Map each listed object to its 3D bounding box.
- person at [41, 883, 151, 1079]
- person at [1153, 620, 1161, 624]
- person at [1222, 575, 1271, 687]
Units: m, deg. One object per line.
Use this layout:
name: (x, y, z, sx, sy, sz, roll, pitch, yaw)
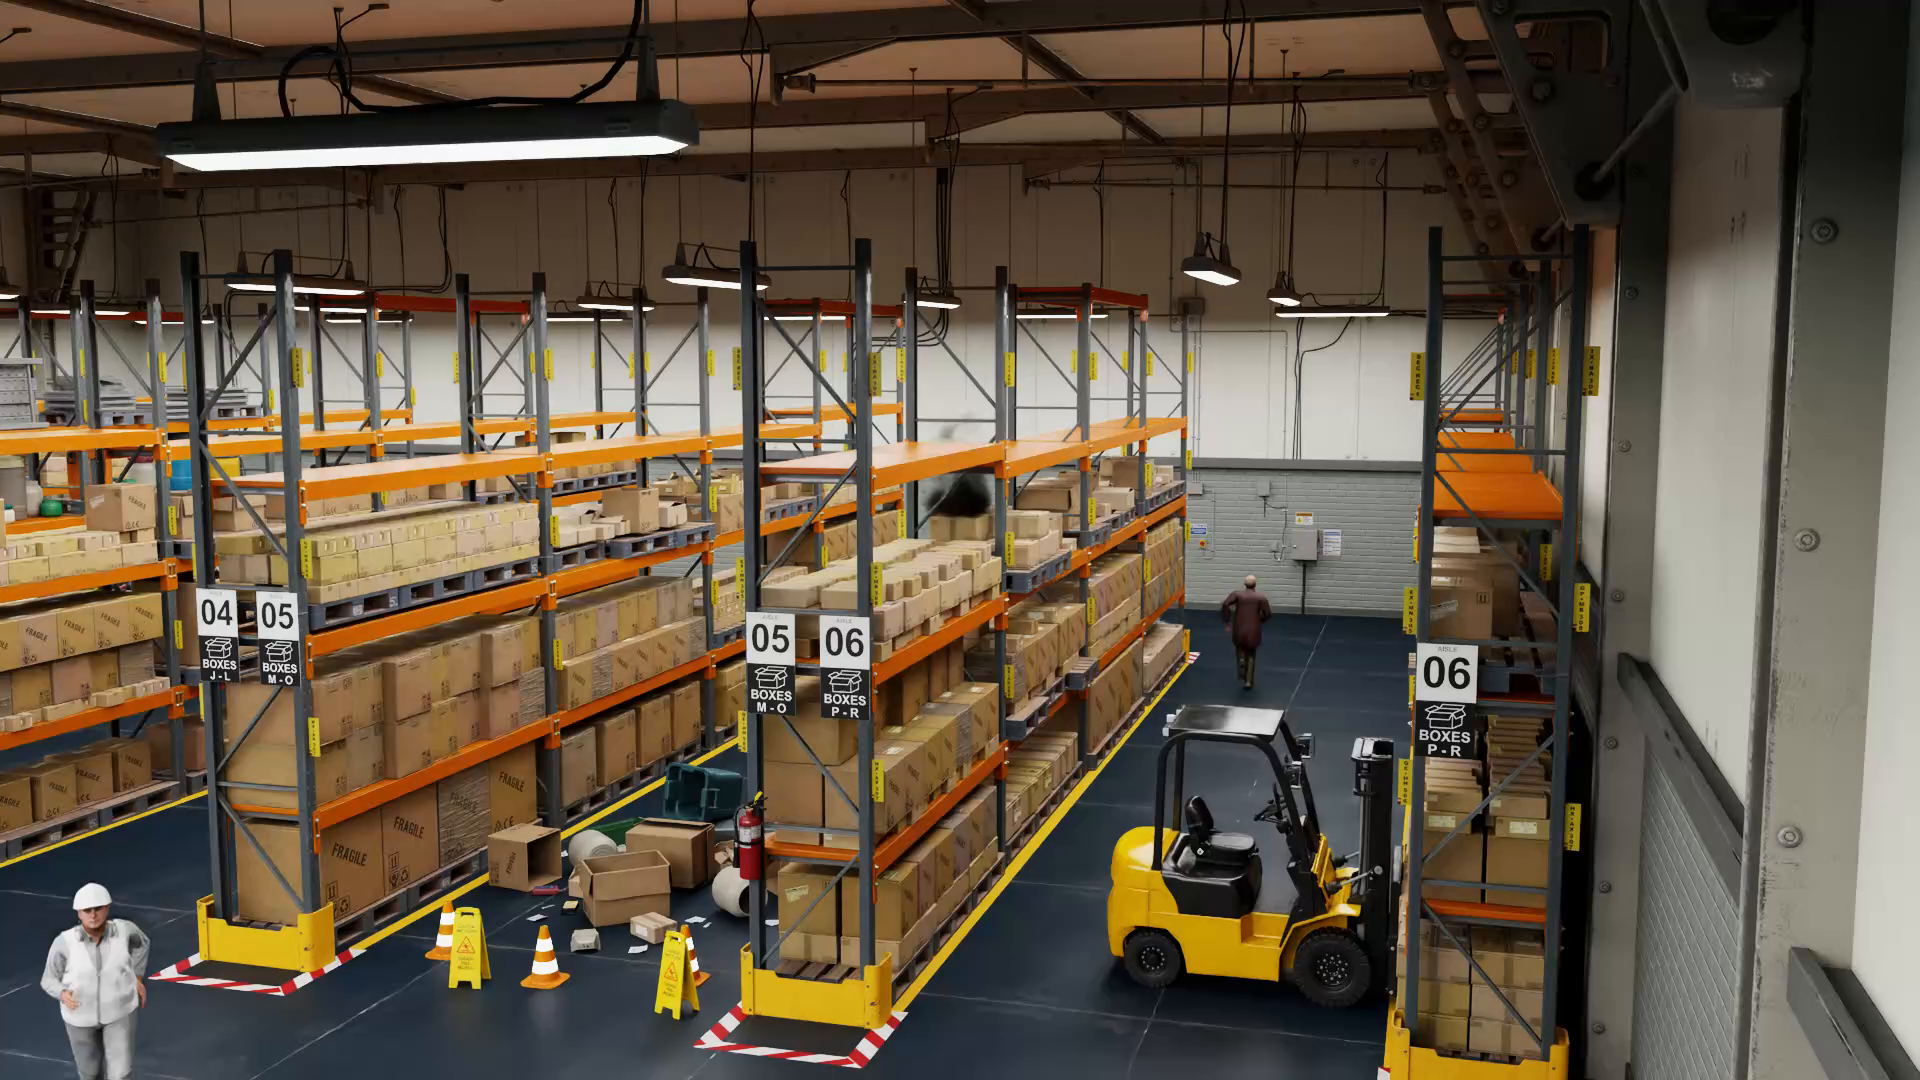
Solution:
person: (-5.589, 3.069, 10.801, 0.632, 1.774, 0.966, -3, 7, -25)
person: (3.322, 1.007, 29.547, 0.619, 1.701, 0.717, 4, 7, 29)
person: (4.473, 1.409, 25.962, 0.740, 1.740, 0.698, 2, 7, 14)
